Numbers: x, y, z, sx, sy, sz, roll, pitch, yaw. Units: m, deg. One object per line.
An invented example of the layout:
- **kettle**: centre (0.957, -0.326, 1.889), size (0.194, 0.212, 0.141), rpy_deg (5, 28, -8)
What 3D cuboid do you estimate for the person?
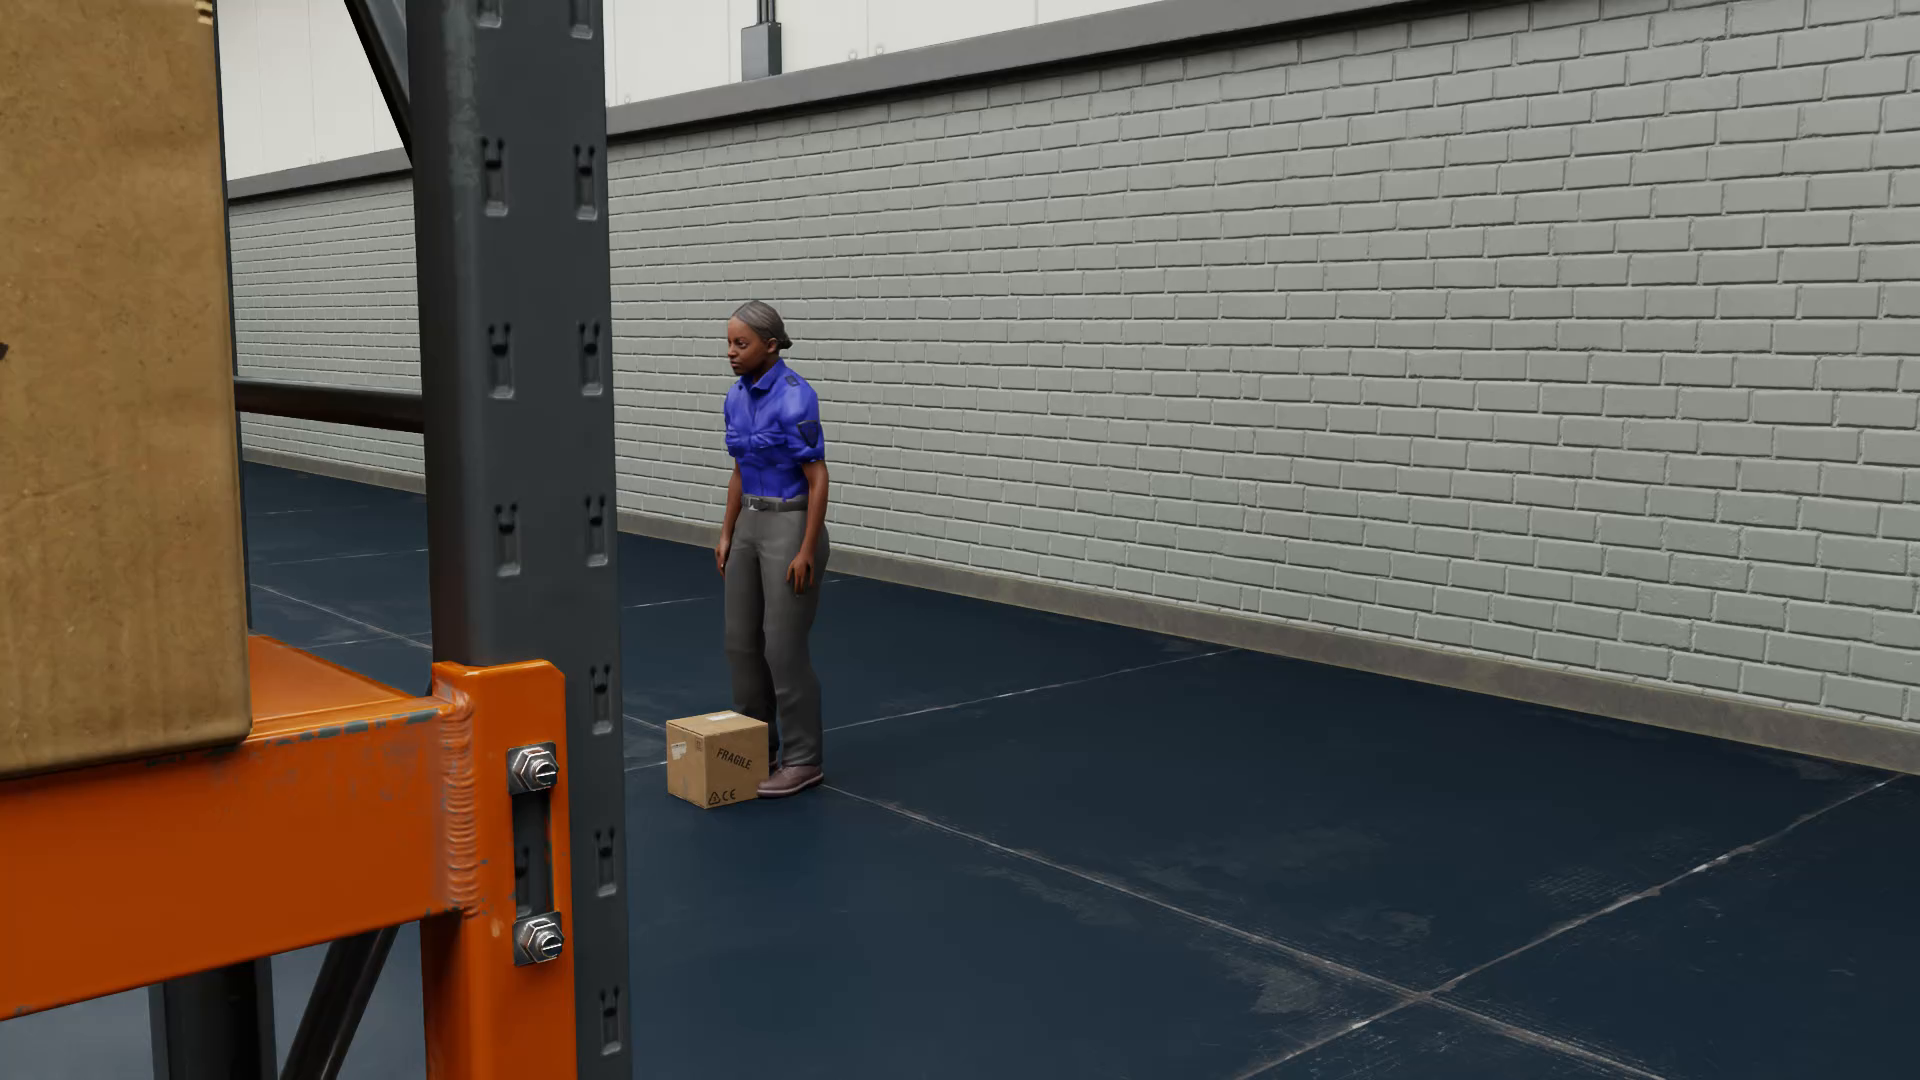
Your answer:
- **person**: centre (-0.650, 0.019, 5.663), size (0.351, 1.655, 0.522), rpy_deg (-7, 10, -42)
